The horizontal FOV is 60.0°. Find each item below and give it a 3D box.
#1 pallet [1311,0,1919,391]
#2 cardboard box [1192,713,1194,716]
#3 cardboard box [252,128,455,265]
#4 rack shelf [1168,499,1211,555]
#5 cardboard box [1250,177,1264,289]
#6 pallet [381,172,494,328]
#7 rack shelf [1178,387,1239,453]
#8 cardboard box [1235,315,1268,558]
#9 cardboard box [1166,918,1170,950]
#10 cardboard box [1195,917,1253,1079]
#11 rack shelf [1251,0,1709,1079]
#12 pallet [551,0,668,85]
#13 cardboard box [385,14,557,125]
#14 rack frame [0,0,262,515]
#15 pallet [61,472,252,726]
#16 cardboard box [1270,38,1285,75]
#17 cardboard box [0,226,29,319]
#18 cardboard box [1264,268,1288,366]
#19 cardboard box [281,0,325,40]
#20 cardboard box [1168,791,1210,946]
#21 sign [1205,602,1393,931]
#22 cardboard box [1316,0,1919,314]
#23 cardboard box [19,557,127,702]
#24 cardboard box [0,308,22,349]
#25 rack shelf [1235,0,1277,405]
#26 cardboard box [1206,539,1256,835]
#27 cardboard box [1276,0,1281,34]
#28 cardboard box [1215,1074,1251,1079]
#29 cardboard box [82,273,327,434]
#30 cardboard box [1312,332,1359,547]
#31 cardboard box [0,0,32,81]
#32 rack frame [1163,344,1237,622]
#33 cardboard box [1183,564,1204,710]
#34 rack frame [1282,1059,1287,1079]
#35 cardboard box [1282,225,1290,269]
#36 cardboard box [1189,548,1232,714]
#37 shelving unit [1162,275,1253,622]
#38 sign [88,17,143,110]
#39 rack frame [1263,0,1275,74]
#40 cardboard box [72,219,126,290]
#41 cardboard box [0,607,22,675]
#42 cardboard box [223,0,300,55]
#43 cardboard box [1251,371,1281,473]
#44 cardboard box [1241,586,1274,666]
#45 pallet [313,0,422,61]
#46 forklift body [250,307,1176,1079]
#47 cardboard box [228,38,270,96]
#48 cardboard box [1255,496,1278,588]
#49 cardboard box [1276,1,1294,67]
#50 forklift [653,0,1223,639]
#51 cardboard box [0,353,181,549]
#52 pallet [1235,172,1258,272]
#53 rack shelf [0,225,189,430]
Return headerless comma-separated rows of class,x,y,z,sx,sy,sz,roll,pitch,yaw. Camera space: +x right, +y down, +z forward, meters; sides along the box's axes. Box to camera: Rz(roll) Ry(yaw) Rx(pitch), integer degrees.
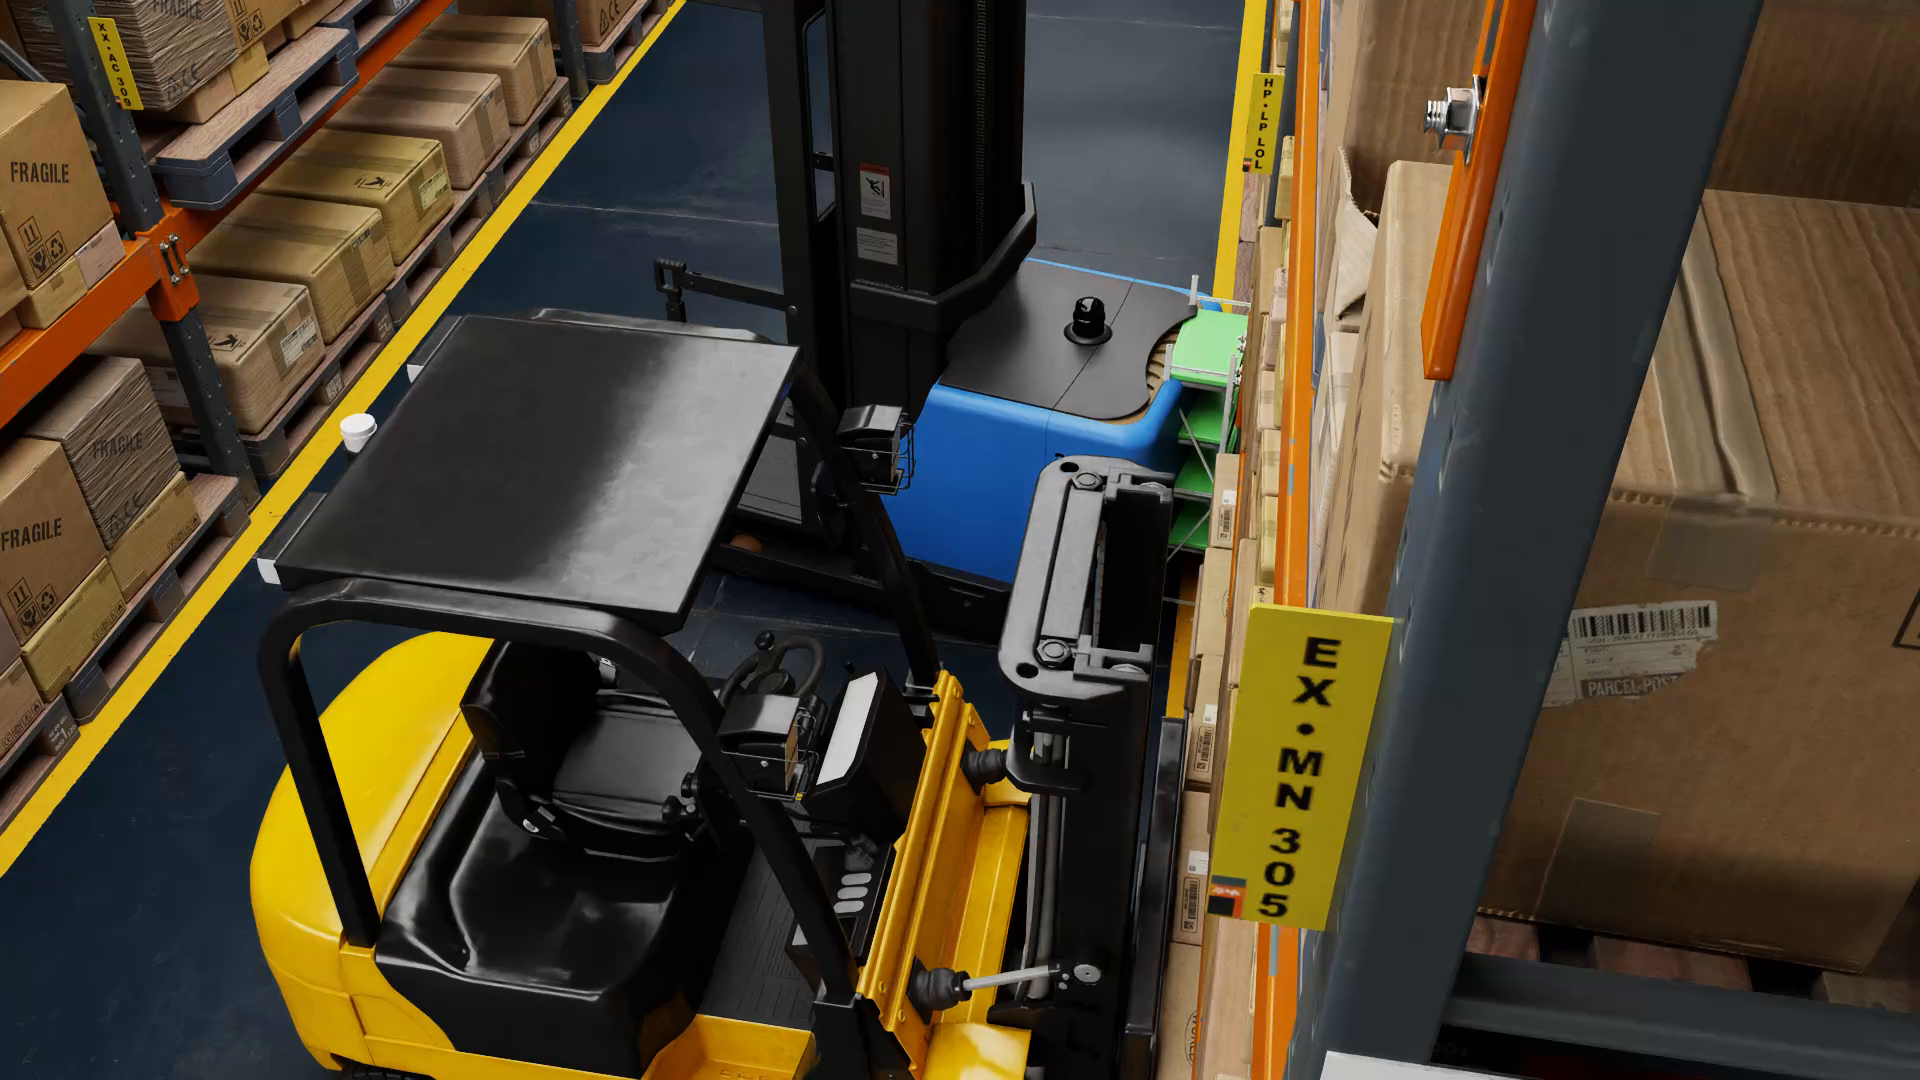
pallet,1.131,-0.622,2.864,1.003,0.211,1.213,6,40,8
cardboard box,0.993,0.489,5.240,0.500,0.250,0.500,6,40,7
cardboard box,-3.095,-1.713,8.201,0.950,0.372,0.625,8,40,9
rack shelf,0.886,-0.081,6.375,0.258,0.148,0.480,11,40,13
cardboard box,1.296,-1.089,5.831,0.500,0.250,0.500,7,40,9
pallet,-3.081,-1.529,8.433,1.003,0.211,1.213,6,40,8
rack shelf,0.887,-0.456,6.076,0.258,0.148,0.480,11,40,13
cardboard box,1.059,-0.262,4.634,0.500,0.500,0.500,7,40,8
cardboard box,0.807,1.120,4.477,0.500,0.250,0.500,6,40,8
cardboard box,0.700,1.008,3.099,0.500,0.500,0.500,8,40,9
rack shelf,1.120,-0.425,3.121,1.077,0.370,4.000,6,40,8
pallet,-2.520,-3.269,10.538,1.003,0.211,1.213,6,40,8
cardboard box,-2.839,-2.653,9.337,0.950,0.372,0.625,4,40,5
rack frame,-3.423,-1.347,6.025,1.000,3.000,0.127,6,40,8
pallet,-3.505,0.153,6.399,1.003,0.211,1.213,6,40,8
cardboard box,1.381,-1.597,6.052,0.500,0.250,0.500,5,40,7
cardboard box,-3.337,-0.870,5.136,0.500,0.500,0.500,8,40,9
cardboard box,0.982,-0.552,4.243,0.380,0.149,0.250,7,40,9
cardboard box,-2.905,-2.223,6.952,0.380,0.149,0.250,7,40,8
cardboard box,0.802,0.942,4.301,0.500,0.250,0.500,6,40,7
sign,0.242,0.173,1.200,0.100,0.325,0.005,6,40,8
cardboard box,0.886,-0.623,2.309,0.700,0.500,0.500,7,40,8
cardboard box,-3.343,0.287,5.877,0.500,0.250,0.500,5,40,6
cardboard box,-3.337,-0.702,5.442,0.380,0.149,0.250,7,40,8
rack shelf,1.812,-1.780,7.113,1.077,0.370,4.000,6,40,8
cardboard box,0.864,0.369,3.871,0.500,0.500,0.500,7,40,8
cardboard box,1.667,-2.364,7.372,0.500,0.250,0.500,5,40,6
cardboard box,0.573,1.008,2.589,0.380,0.149,0.250,7,40,8
cardboard box,-3.335,-0.825,7.127,0.950,0.372,0.625,7,40,8
cardboard box,0.618,-0.104,1.957,0.380,0.149,0.250,5,40,6
cardboard box,-3.569,-1.977,6.146,0.500,0.500,0.500,6,40,7
rack frame,0.818,-0.173,6.003,0.240,1.200,0.015,11,40,13
cardboard box,1.057,0.363,5.785,0.500,0.250,0.500,7,40,8
rack frame,0.774,1.709,2.329,1.000,3.000,0.127,6,40,8
cardboard box,1.109,-0.756,4.723,0.380,0.149,0.250,7,40,9
cardboard box,0.975,0.300,5.077,0.500,0.250,0.500,6,40,8
shelving unit,0.887,-0.319,6.186,0.258,1.200,0.503,11,40,13
sign,-2.887,-1.625,5.682,0.100,0.325,0.005,6,40,8
rack frame,2.159,-3.312,8.402,1.000,3.000,0.127,6,40,8
cardboard box,-3.178,-1.015,5.820,0.380,0.149,0.250,6,40,7
cardboard box,-3.435,0.303,5.269,0.500,0.500,0.500,8,40,10
cardboard box,-2.973,-2.239,6.462,0.500,0.500,0.500,7,40,8
cardboard box,0.929,-0.279,4.146,0.380,0.149,0.250,6,40,7
cardboard box,0.751,0.245,3.278,0.380,0.149,0.250,7,40,9
pallet,-3.033,-2.536,7.614,1.003,0.211,1.213,6,40,8
forklift body,-0.695,0.645,4.282,2.313,2.155,1.214,6,40,8
cardboard box,-2.964,-1.879,6.537,0.380,0.149,0.250,7,40,9
cardboard box,0.865,0.049,3.749,0.380,0.149,0.250,6,40,7
cardboard box,1.343,-1.821,6.010,0.380,0.149,0.250,5,40,6
forklift,-0.579,-1.279,5.997,3.031,2.935,1.130,14,42,17
cardboard box,-3.261,-0.337,6.043,0.500,0.500,0.500,6,40,7
pallet,1.978,-1.725,8.671,1.003,0.211,1.213,6,40,8
rack shelf,-3.769,0.186,4.736,1.077,0.370,4.000,6,40,8
